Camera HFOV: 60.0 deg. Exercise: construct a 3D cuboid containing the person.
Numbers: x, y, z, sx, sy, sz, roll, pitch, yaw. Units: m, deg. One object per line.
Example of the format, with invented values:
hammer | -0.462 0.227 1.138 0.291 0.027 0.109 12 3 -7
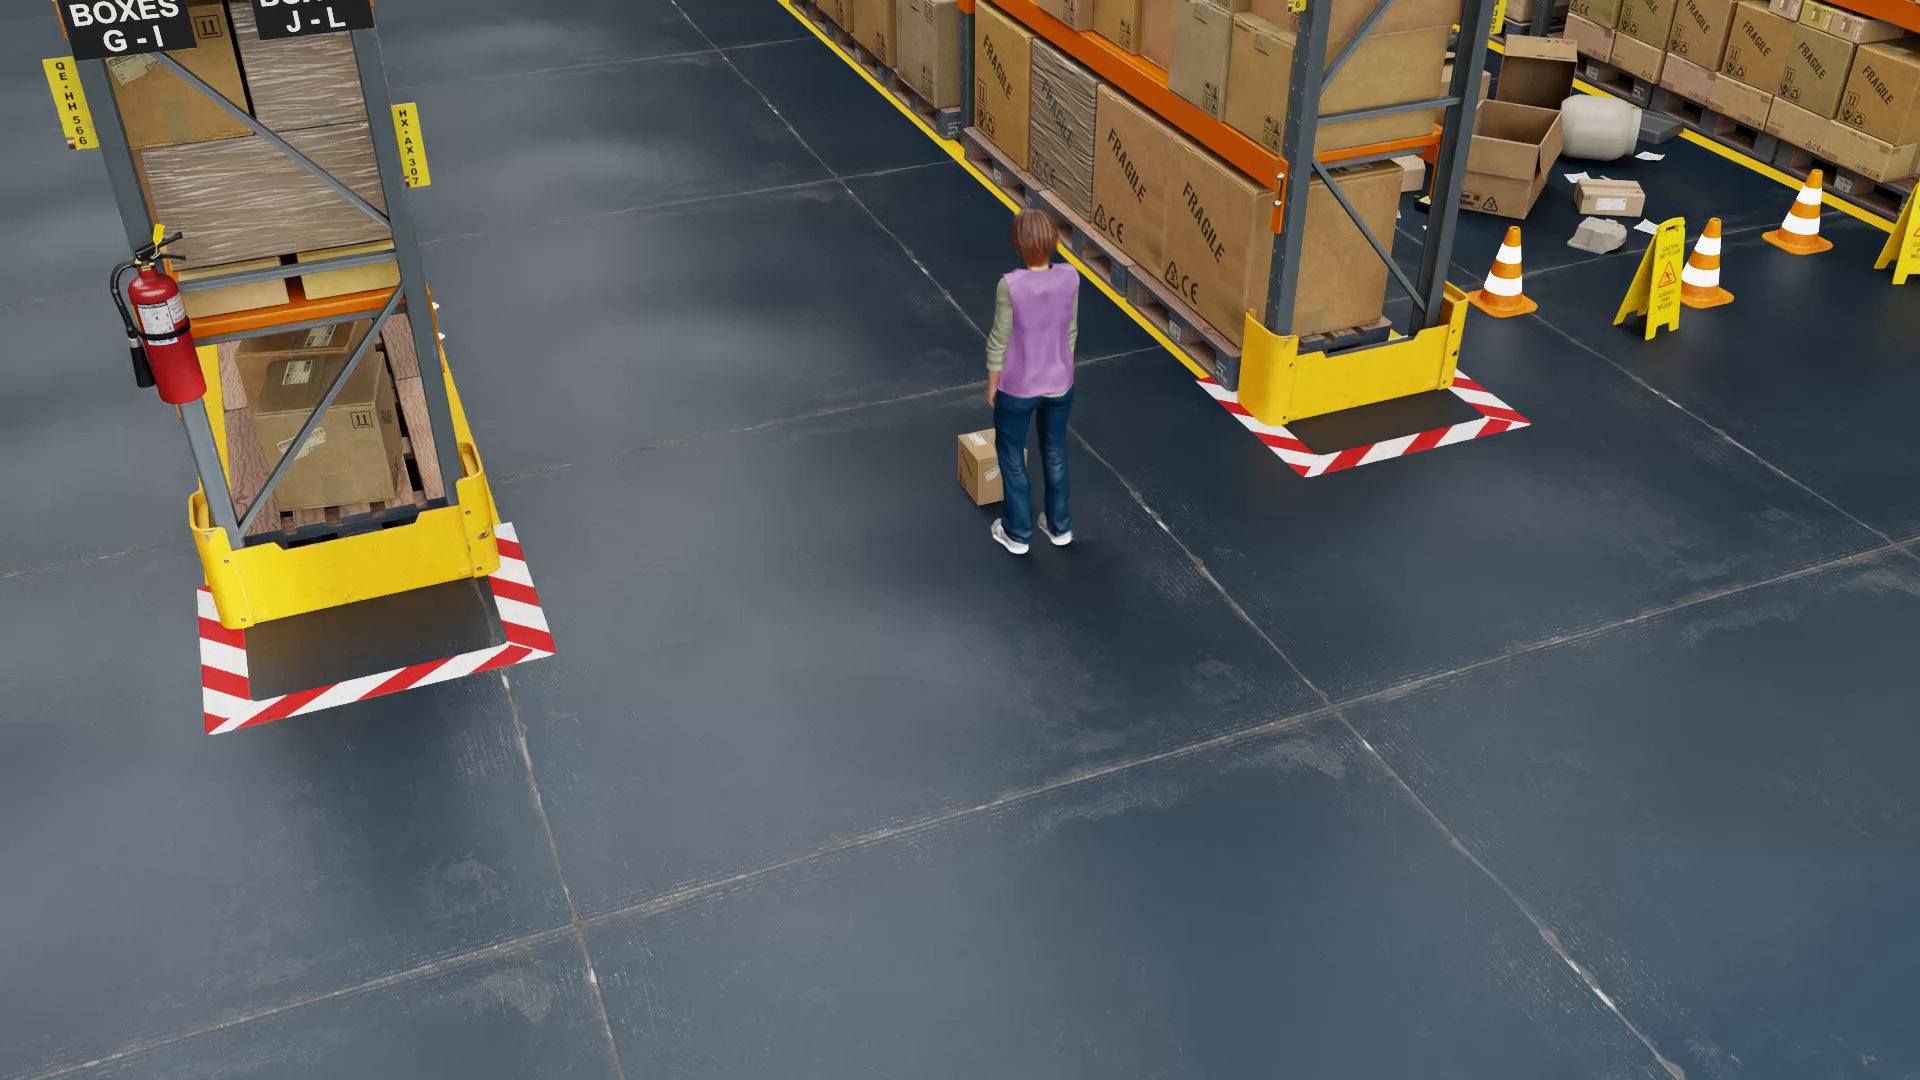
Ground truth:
person | 0.302 -0.655 7.142 0.407 1.592 0.299 -12 36 -18
